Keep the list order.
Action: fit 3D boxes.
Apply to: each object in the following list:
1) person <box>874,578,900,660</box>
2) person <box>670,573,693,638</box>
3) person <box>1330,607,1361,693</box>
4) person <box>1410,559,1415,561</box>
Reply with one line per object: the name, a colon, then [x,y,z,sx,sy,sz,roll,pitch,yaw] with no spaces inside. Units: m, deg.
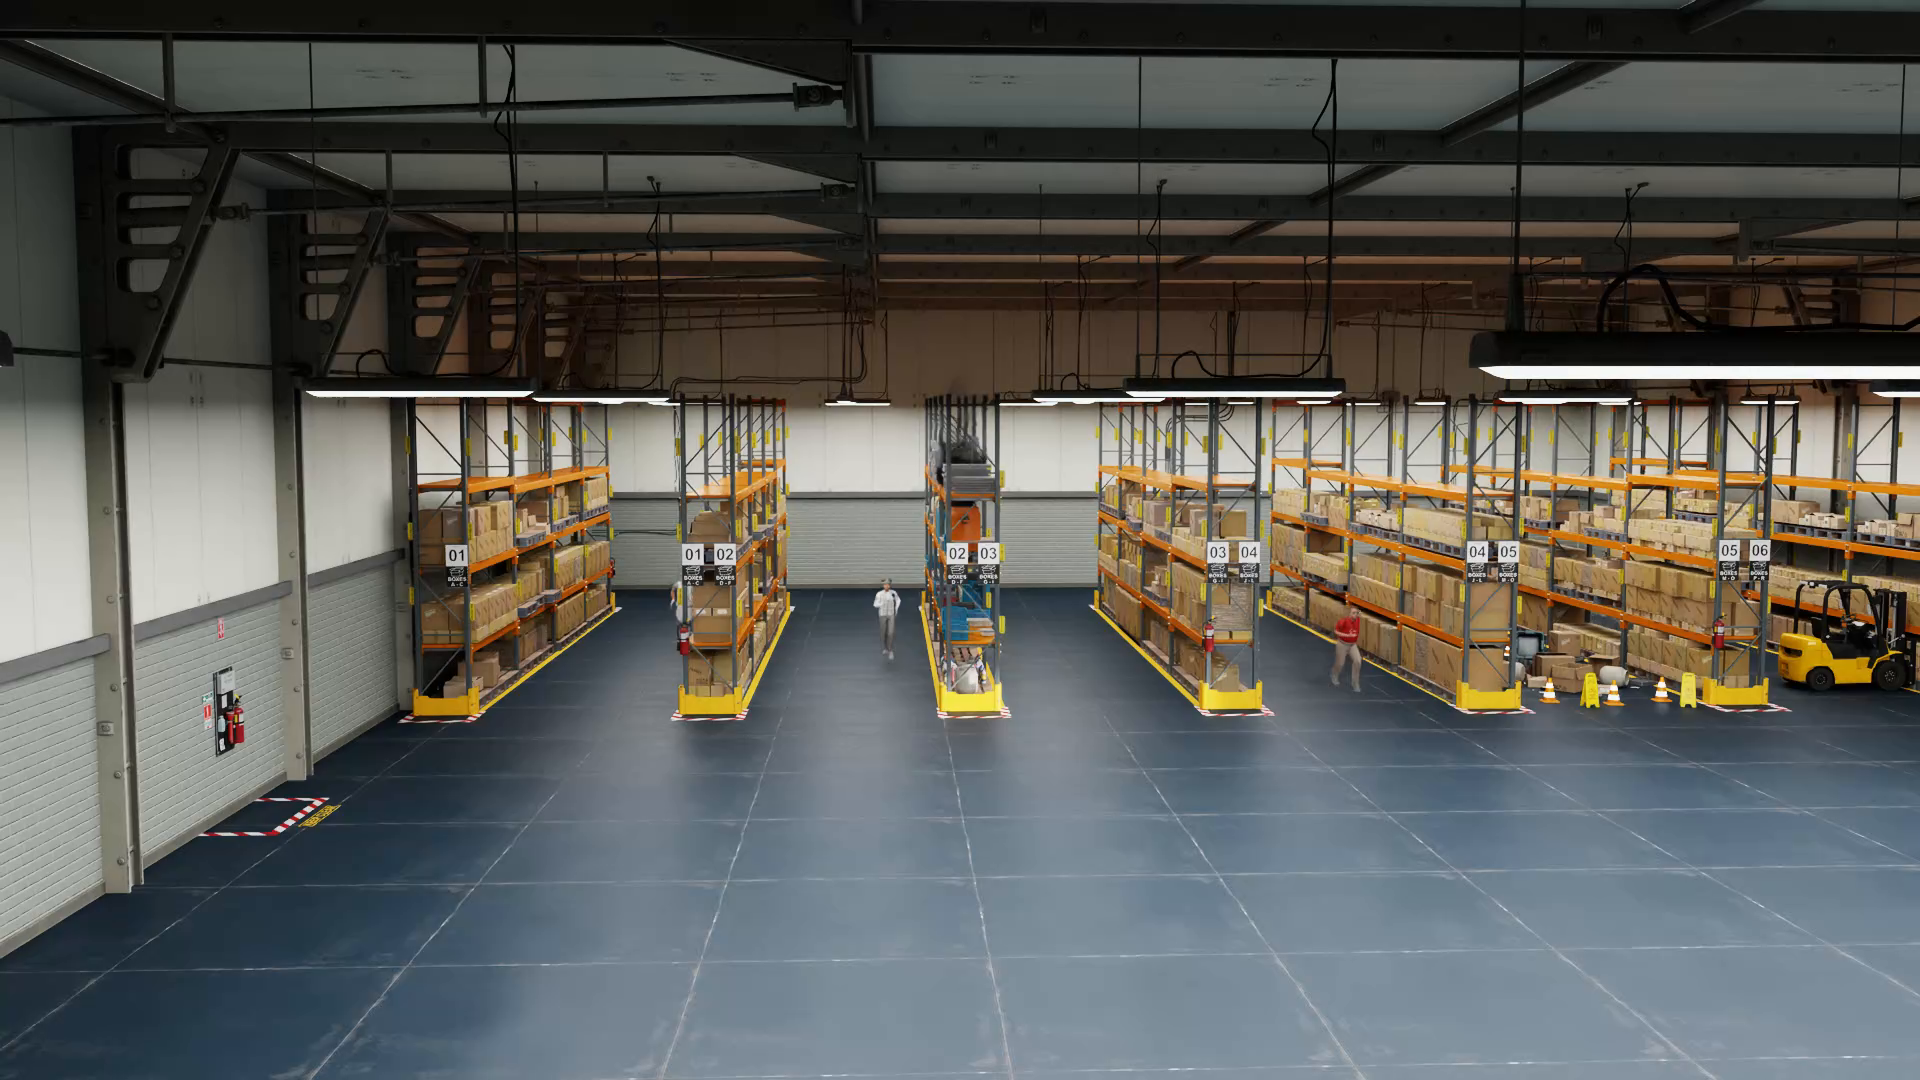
person: [-1.596,1.711,36.547,0.596,1.770,0.694,0,5,-6]
person: [-6.755,1.618,40.663,0.654,1.739,0.739,-1,5,-9]
person: [7.867,2.213,33.934,0.658,1.749,1.015,-1,5,-15]
person: [11.765,1.380,43.263,0.679,1.782,0.992,-1,5,-11]
